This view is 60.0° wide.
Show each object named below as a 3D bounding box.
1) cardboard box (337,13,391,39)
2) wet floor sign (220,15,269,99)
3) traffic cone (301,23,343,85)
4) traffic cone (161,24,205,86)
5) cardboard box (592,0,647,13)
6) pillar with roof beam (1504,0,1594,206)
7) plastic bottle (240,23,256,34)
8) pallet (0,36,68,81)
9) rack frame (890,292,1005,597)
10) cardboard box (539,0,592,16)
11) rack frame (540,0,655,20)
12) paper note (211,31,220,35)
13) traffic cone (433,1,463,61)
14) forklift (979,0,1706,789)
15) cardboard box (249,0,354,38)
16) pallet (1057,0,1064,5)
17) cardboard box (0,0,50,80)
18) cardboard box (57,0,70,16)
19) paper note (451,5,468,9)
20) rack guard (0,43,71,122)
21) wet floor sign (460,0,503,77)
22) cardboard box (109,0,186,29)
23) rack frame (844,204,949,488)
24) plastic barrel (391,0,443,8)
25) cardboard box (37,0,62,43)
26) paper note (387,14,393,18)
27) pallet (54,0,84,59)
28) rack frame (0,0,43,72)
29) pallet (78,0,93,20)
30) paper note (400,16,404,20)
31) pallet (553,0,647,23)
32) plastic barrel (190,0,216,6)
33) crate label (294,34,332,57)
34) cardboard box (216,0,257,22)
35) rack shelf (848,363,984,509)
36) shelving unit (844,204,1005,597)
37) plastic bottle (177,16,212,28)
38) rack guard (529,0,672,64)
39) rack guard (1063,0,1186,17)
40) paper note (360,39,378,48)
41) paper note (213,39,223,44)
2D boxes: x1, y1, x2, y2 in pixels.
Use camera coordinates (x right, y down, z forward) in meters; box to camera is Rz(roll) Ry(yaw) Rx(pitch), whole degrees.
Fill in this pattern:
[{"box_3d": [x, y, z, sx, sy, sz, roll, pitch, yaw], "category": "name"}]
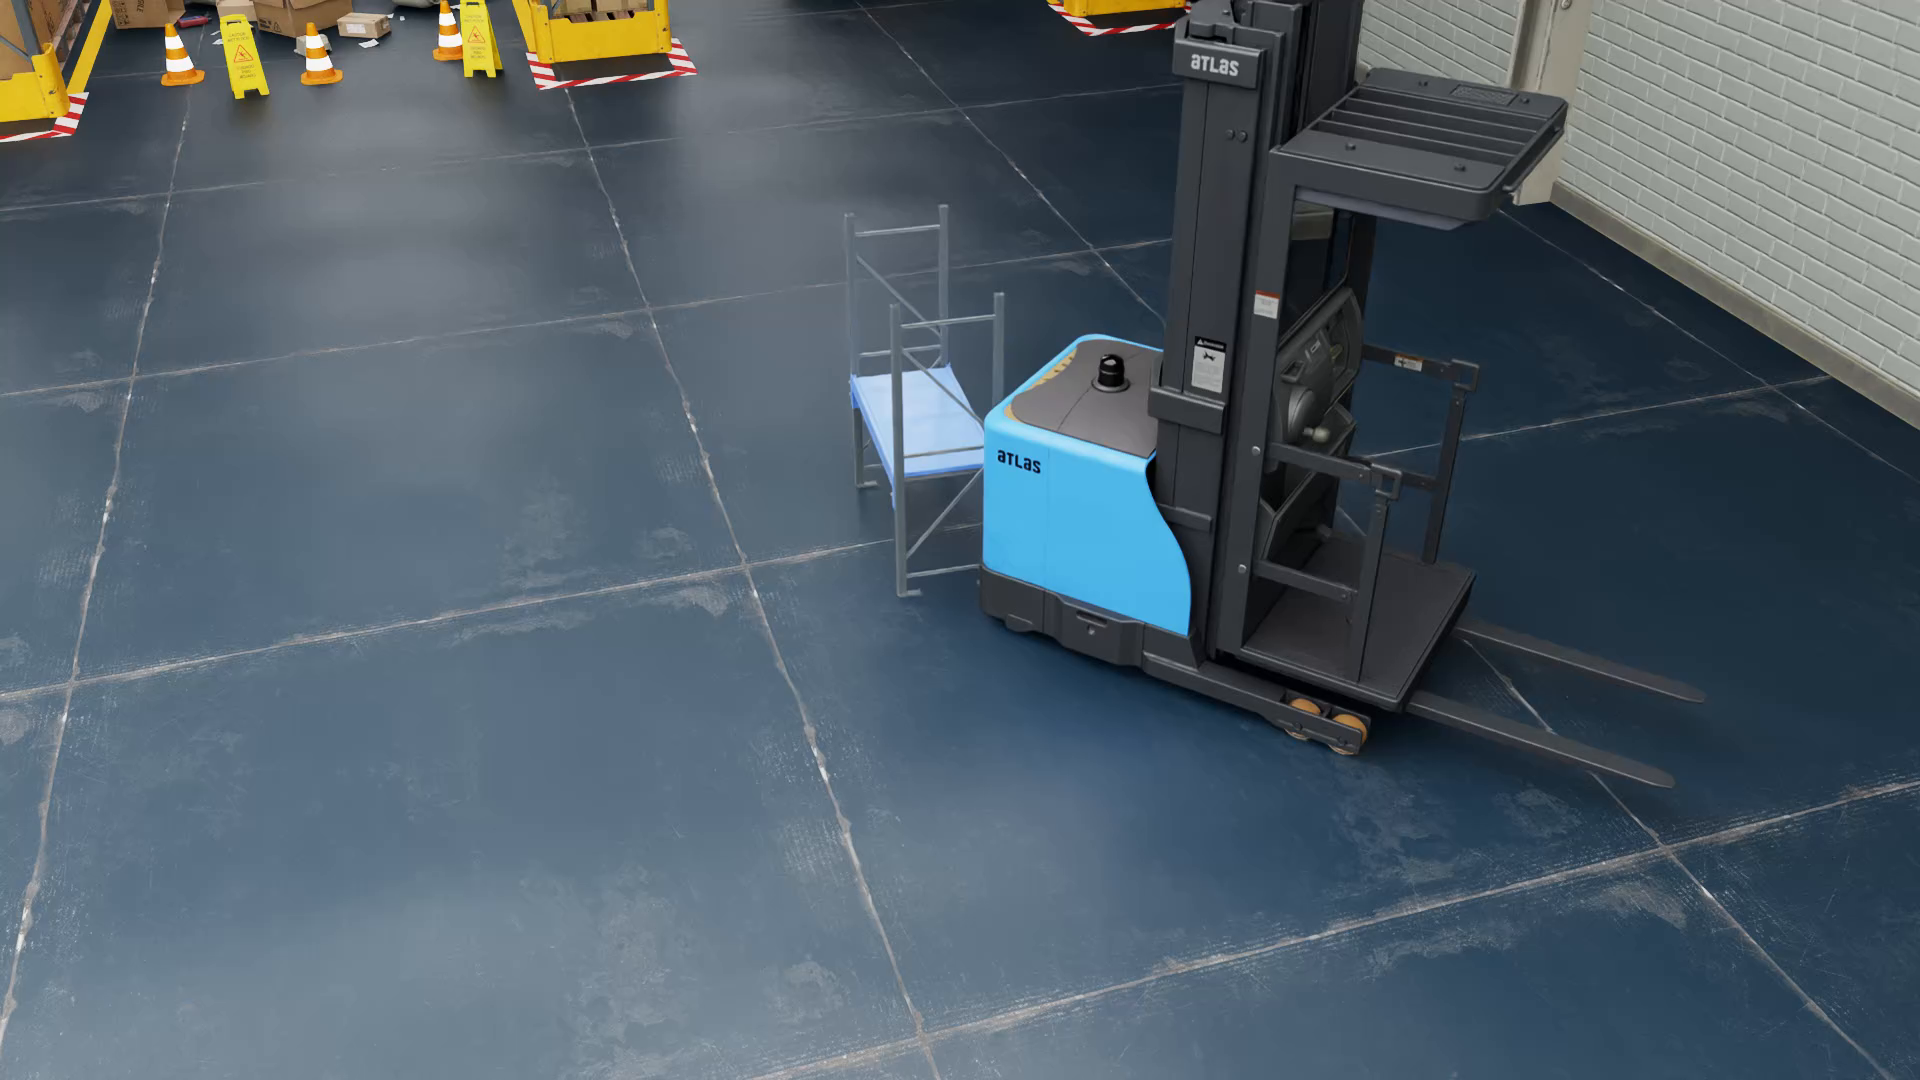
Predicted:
[{"box_3d": [-5.470, -4.721, 15.260, 0.380, 0.149, 0.250, 7, 34, 10], "category": "cardboard box"}, {"box_3d": [-5.936, -4.012, 13.737, 0.267, 0.644, 0.232, -16, 37, -23], "category": "wet floor sign"}, {"box_3d": [-5.460, -4.148, 14.107, 0.336, 0.463, 0.334, -10, 35, -15], "category": "traffic cone"}, {"box_3d": [-6.640, -4.136, 14.090, 0.336, 0.463, 0.334, -10, 35, -15], "category": "traffic cone"}, {"box_3d": [-3.130, -5.060, 15.300, 0.500, 0.250, 0.500, -10, 35, -15], "category": "cardboard box"}, {"box_3d": [-0.045, -5.545, 8.479, 9.100, 9.000, 0.400, -10, 35, -15], "category": "pillar with roof beam"}, {"box_3d": [-6.617, -4.727, 15.348, 0.133, 0.061, 0.283, -23, 40, -31], "category": "plastic bottle"}, {"box_3d": [-8.149, -3.920, 13.991, 1.003, 0.211, 1.213, -10, 35, -15], "category": "pallet"}, {"box_3d": [-0.053, -0.397, 7.490, 0.500, 1.500, 0.032, -8, 34, -12], "category": "rack frame"}, {"box_3d": [-3.657, -4.982, 15.182, 0.500, 0.250, 0.500, -10, 35, -15], "category": "cardboard box"}, {"box_3d": [-3.147, -5.562, 13.947, 1.000, 3.000, 0.127, -10, 35, -15], "category": "rack frame"}, {"box_3d": [-6.849, -4.669, 15.306, 0.032, 0.001, 0.123, 7, 34, 10], "category": "paper note"}, {"box_3d": [-4.507, -4.513, 14.660, 0.336, 0.463, 0.334, -10, 35, -15], "category": "traffic cone"}, {"box_3d": [1.617, -0.667, 6.601, 3.031, 2.935, 1.130, 18, 38, 25], "category": "forklift"}, {"box_3d": [-6.094, -5.017, 15.386, 0.637, 0.503, 0.797, 19, 38, 26], "category": "cardboard box"}, {"box_3d": [1.306, -5.630, 16.579, 1.003, 0.211, 1.213, -10, 35, -15], "category": "pallet"}, {"box_3d": [-8.100, -4.311, 13.599, 0.875, 0.875, 0.875, -10, 35, -14], "category": "cardboard box"}, {"box_3d": [-8.647, -5.251, 15.022, 0.875, 0.875, 0.875, -10, 35, -14], "category": "cardboard box"}, {"box_3d": [-4.811, -5.136, 15.995, 0.142, 0.019, 0.148, -23, 40, -31], "category": "paper note"}, {"box_3d": [-7.823, -3.621, 13.277, 1.175, 0.500, 0.348, -10, 35, -15], "category": "rack guard"}, {"box_3d": [-4.108, -4.300, 14.173, 0.267, 0.644, 0.232, 1, 33, 2], "category": "wet floor sign"}, {"box_3d": [-7.600, -5.093, 15.501, 0.500, 0.500, 0.500, -4, 34, -6], "category": "cardboard box"}, {"box_3d": [-0.302, -0.940, 8.312, 0.500, 1.500, 0.032, -8, 34, -12], "category": "rack frame"}, {"box_3d": [-5.219, -5.317, 15.913, 0.512, 0.421, 0.421, 13, 36, 18], "category": "plastic barrel"}, {"box_3d": [-8.371, -4.772, 14.297, 0.875, 0.875, 0.875, -11, 35, -15], "category": "cardboard box"}, {"box_3d": [-5.447, -4.952, 15.726, 0.148, 0.019, 0.142, 1, 33, 2], "category": "paper note"}, {"box_3d": [-8.517, -4.559, 14.959, 1.003, 0.211, 1.213, -10, 35, -15], "category": "pallet"}, {"box_3d": [-7.830, -4.677, 12.607, 1.000, 3.000, 0.127, -10, 35, -15], "category": "rack frame"}, {"box_3d": [-8.893, -5.201, 15.930, 1.003, 0.211, 1.213, -10, 35, -15], "category": "pallet"}, {"box_3d": [-5.266, -4.925, 15.694, 0.032, 0.001, 0.123, -10, 35, -15], "category": "paper note"}, {"box_3d": [-3.384, -4.871, 15.430, 1.003, 0.211, 1.213, -10, 35, -15], "category": "pallet"}, {"box_3d": [-7.244, -5.364, 15.984, 0.512, 0.421, 0.421, 13, 36, 18], "category": "plastic barrel"}, {"box_3d": [-5.759, -4.414, 14.806, 0.298, 0.136, 0.250, 27, 42, 34], "category": "crate label"}, {"box_3d": [-6.772, -5.044, 15.642, 0.396, 0.266, 0.258, -4, 34, -6], "category": "cardboard box"}, {"box_3d": [-0.177, -0.518, 8.000, 0.538, 0.185, 1.000, -8, 34, -12], "category": "rack shelf"}, {"box_3d": [-0.177, -0.669, 7.901, 0.538, 1.500, 1.048, -8, 34, -12], "category": "shelving unit"}, {"box_3d": [-7.146, -4.845, 15.527, 0.283, 0.061, 0.133, -23, 40, -31], "category": "plastic bottle"}, {"box_3d": [-3.170, -4.559, 14.696, 1.175, 0.500, 0.348, -10, 35, -15], "category": "rack guard"}, {"box_3d": [1.586, -5.344, 15.883, 1.175, 0.500, 0.348, -10, 35, -15], "category": "rack guard"}, {"box_3d": [-5.331, -4.485, 15.010, 0.148, 0.019, 0.142, -23, 40, -31], "category": "paper note"}, {"box_3d": [-6.679, -4.524, 15.071, 0.144, 0.017, 0.142, 1, 33, 2], "category": "paper note"}]
